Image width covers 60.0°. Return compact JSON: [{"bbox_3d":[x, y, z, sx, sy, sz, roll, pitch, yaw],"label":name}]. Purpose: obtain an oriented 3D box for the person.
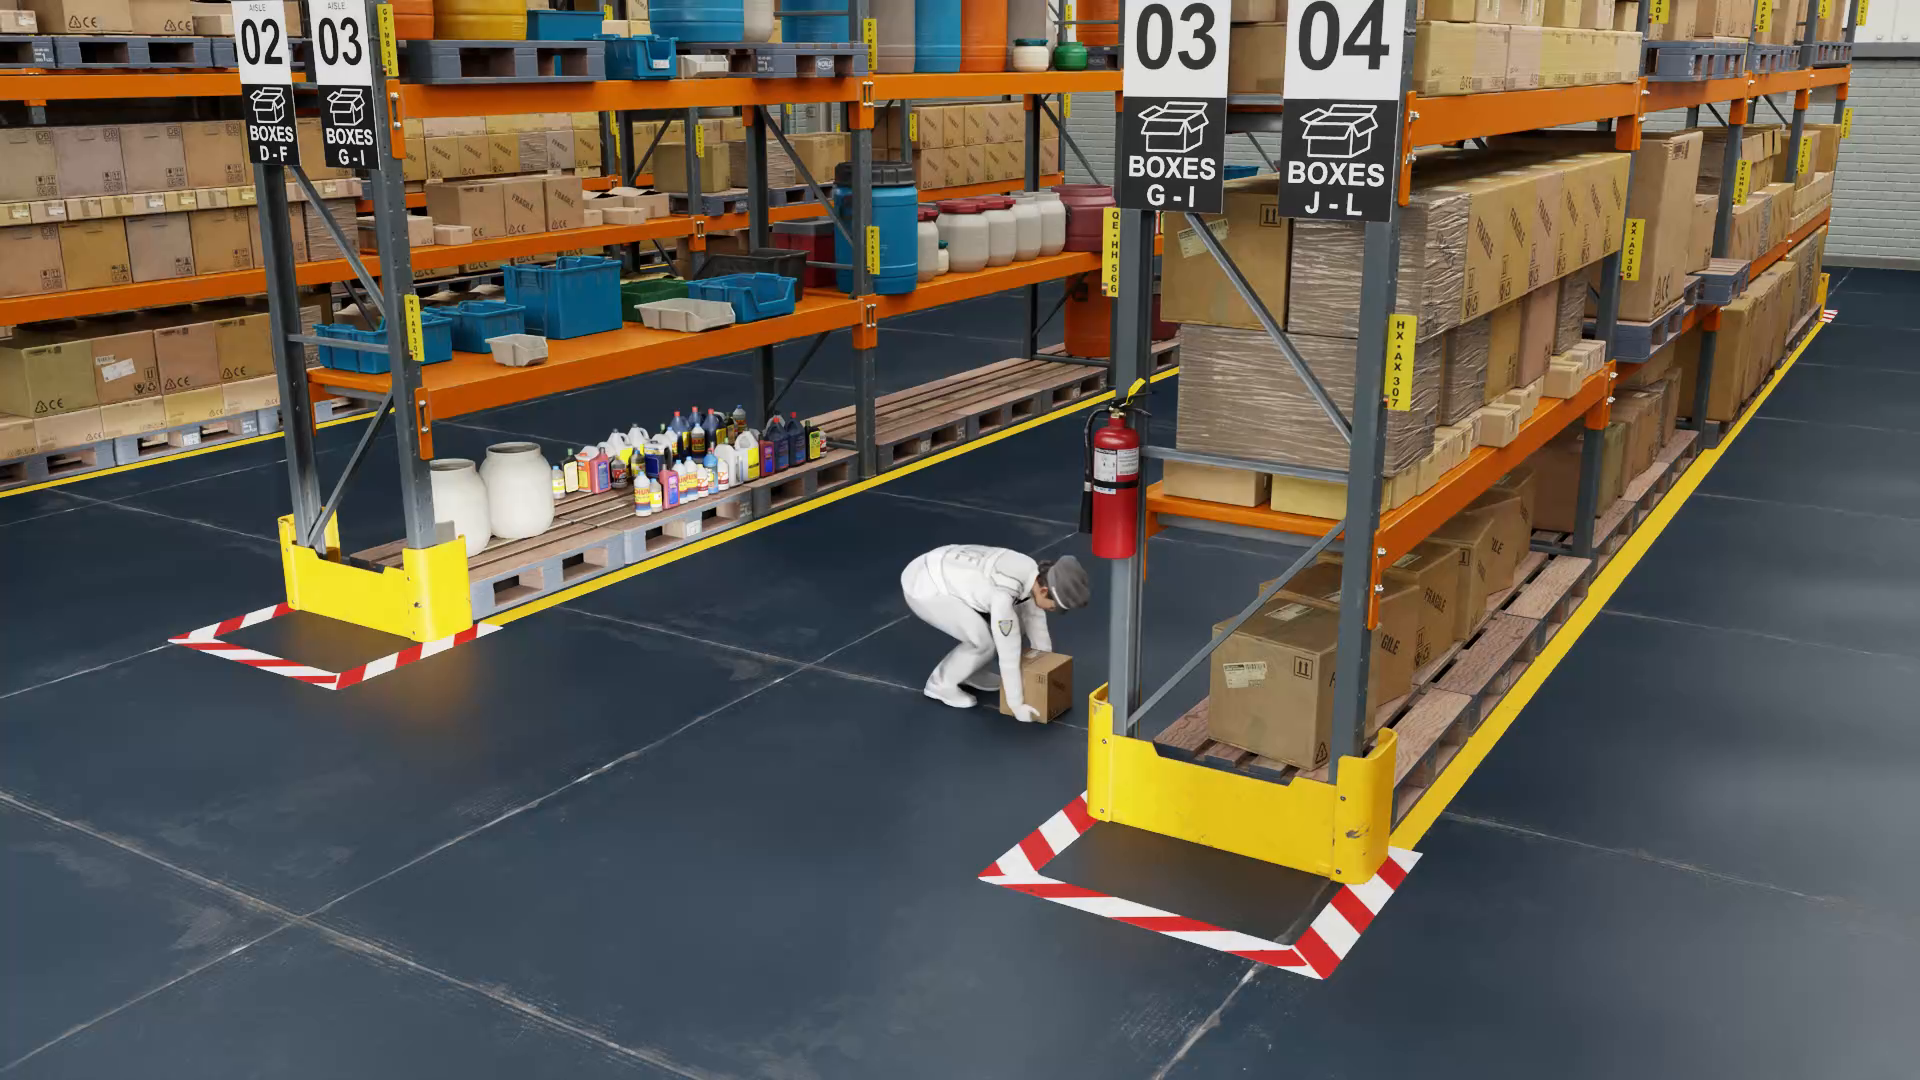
[{"bbox_3d":[0.168,0.405,7.793,0.915,0.774,0.457,9,19,29],"label":"person"}]
